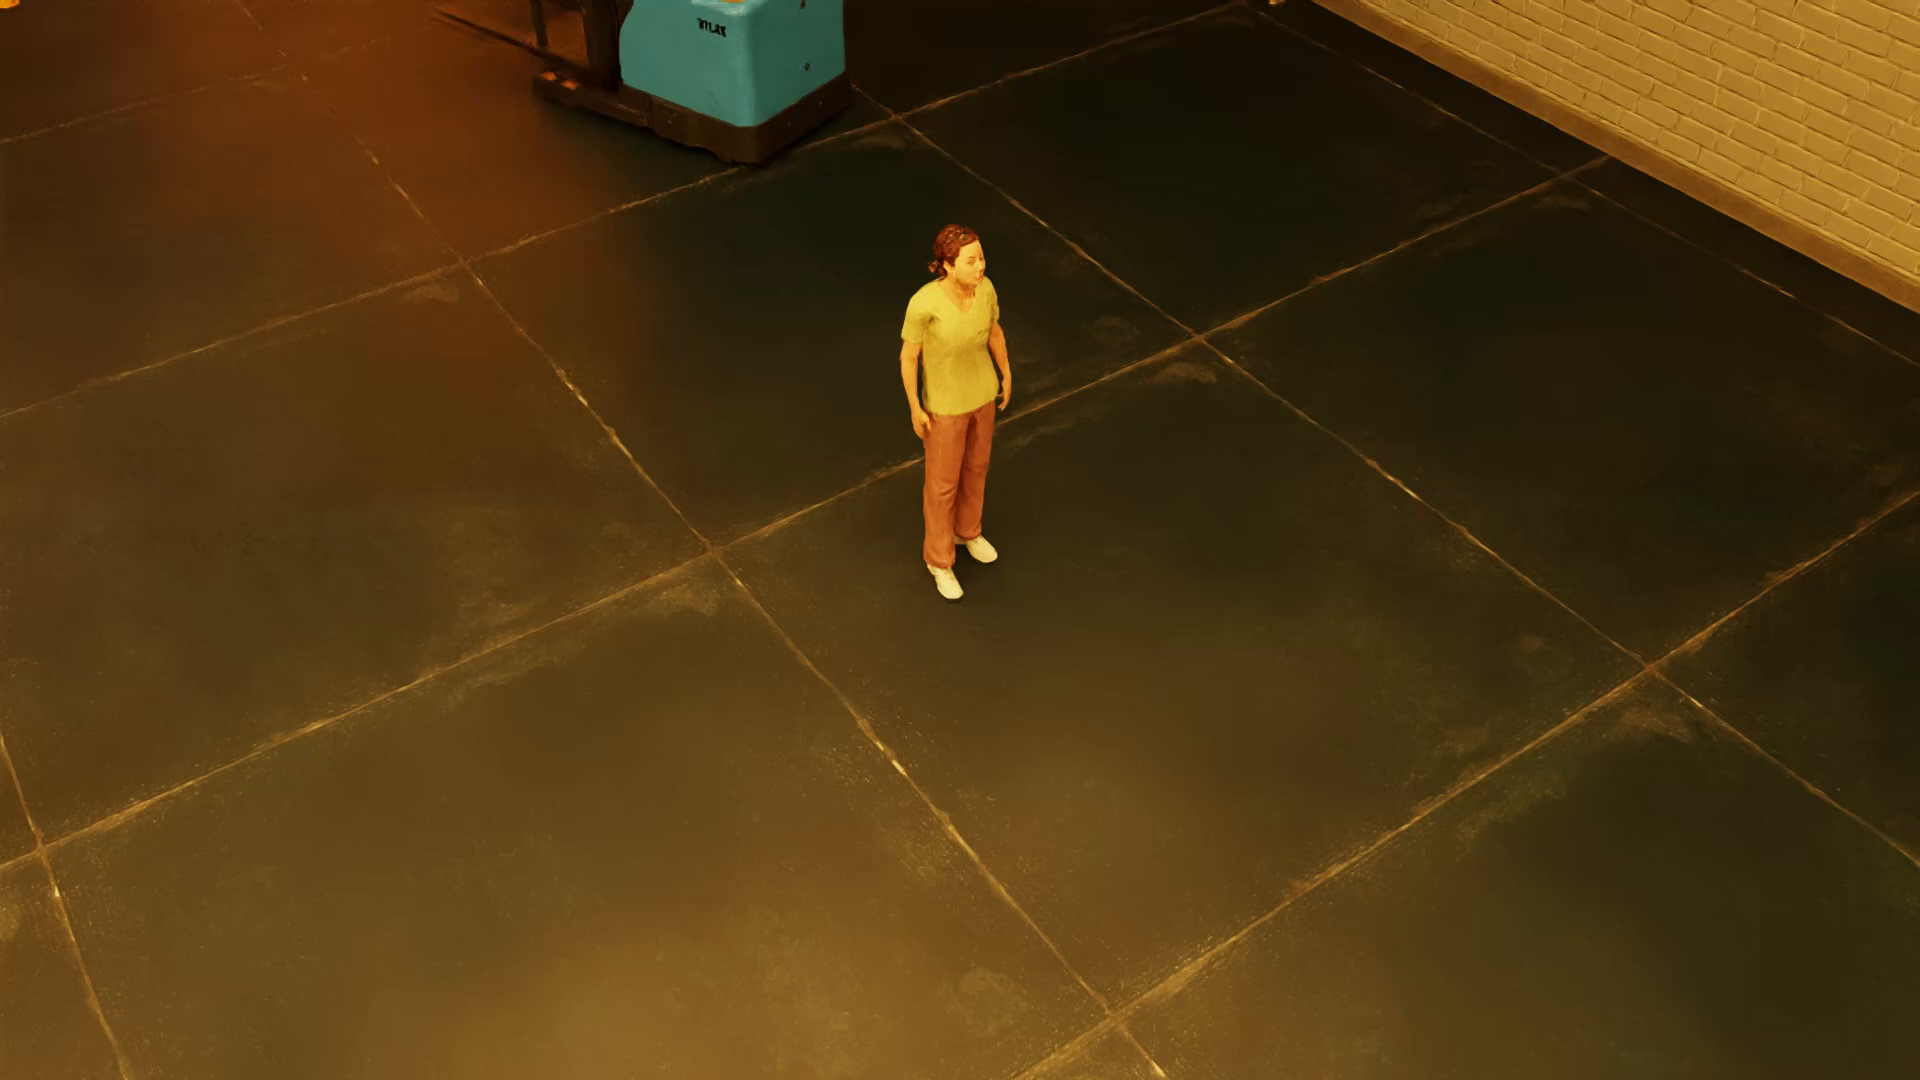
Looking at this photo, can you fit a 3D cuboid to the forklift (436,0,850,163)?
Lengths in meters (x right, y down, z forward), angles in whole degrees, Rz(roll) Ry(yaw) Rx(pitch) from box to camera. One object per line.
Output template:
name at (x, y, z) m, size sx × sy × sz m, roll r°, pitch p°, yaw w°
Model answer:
forklift at (-2.217, -4.211, 10.285) m, size 3.031 × 2.935 × 1.130 m, roll 25°, pitch 48°, yaw 25°

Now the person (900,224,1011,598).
person at (0.033, -0.576, 7.256) m, size 0.554 × 1.674 × 0.548 m, roll -25°, pitch 48°, yaw -25°
